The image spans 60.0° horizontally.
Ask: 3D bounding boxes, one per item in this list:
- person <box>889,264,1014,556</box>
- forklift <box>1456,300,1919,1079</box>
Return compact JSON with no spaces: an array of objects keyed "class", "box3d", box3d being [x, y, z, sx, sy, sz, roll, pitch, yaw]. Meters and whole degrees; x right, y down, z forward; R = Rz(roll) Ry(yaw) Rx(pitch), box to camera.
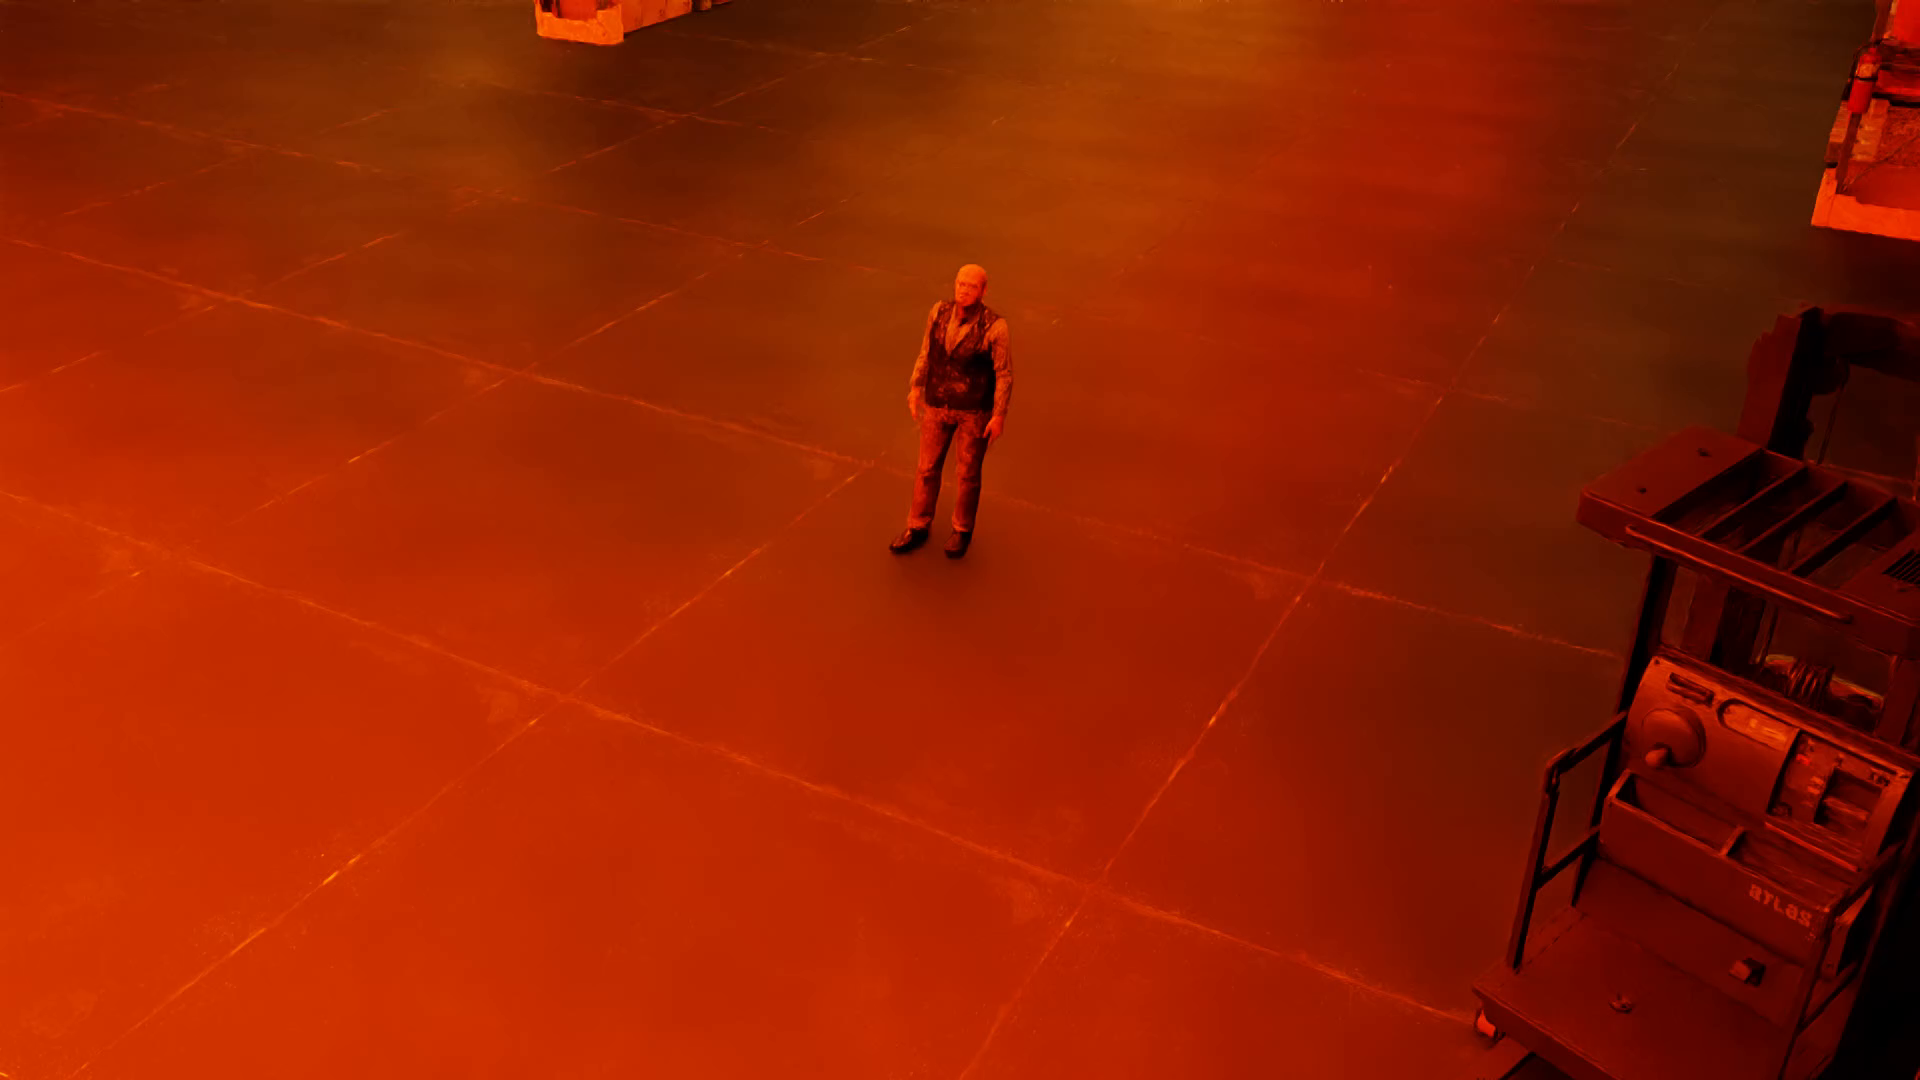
[{"class":"person","box3d":[-0.037,-0.726,9.525,0.632,1.720,0.567,15,33,25]},{"class":"forklift","box3d":[2.663,0.782,5.715,3.031,2.935,1.130,-24,37,-35]}]
